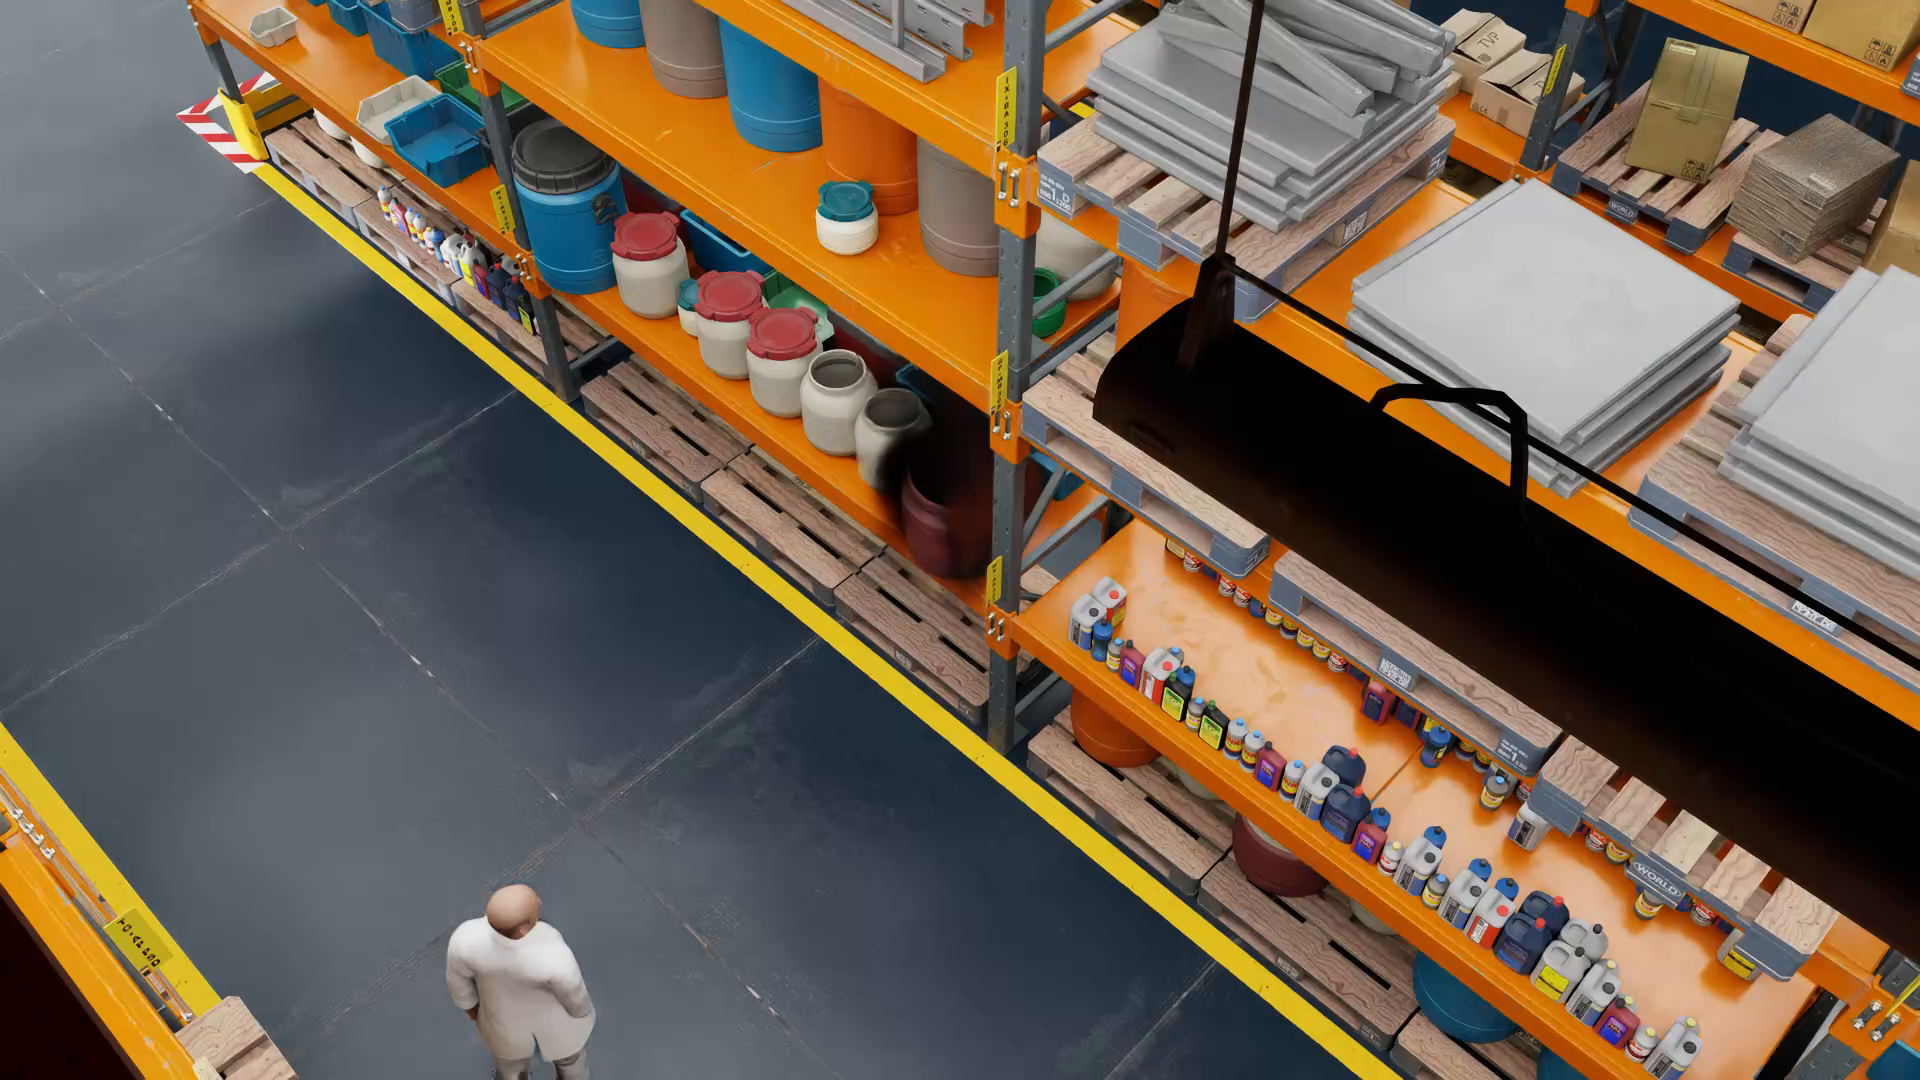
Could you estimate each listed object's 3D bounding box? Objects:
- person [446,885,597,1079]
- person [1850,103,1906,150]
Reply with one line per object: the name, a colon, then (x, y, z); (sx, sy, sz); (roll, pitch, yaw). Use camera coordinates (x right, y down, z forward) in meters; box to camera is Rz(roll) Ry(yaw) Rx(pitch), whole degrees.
person: (-1.879, 2.005, 7.215); (0.619, 1.849, 0.422); (-6, 50, -5)
person: (6.831, -3.333, 12.104); (0.487, 1.718, 0.361); (31, 56, 23)
